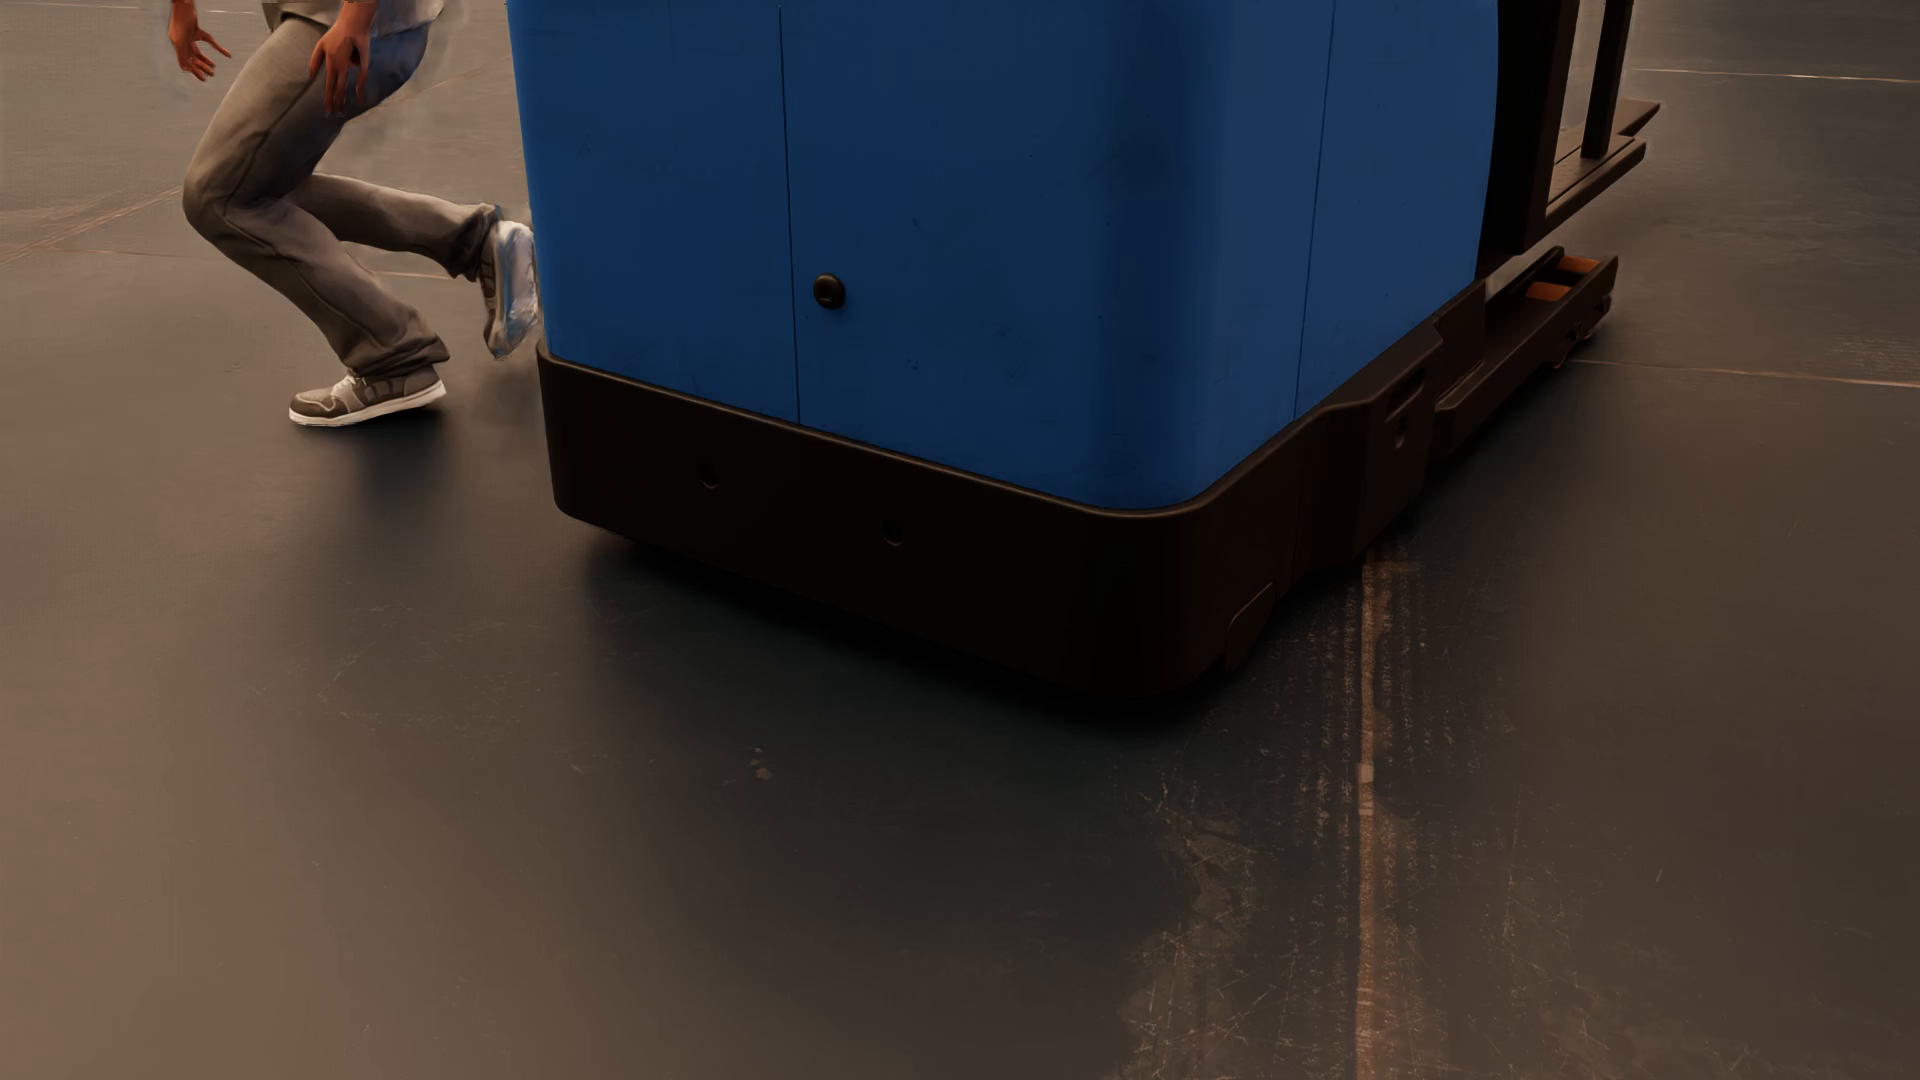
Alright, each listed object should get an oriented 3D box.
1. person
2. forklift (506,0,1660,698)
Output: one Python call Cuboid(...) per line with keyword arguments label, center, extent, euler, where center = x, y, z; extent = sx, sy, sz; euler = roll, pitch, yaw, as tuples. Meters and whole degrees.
Cuboid(label="person", center=(-1.022, -0.871, 2.716), extent=(0.583, 1.394, 0.692), euler=(-15, 30, -27))
Cuboid(label="forklift", center=(0.637, -1.735, 2.686), extent=(1.130, 2.935, 3.031), euler=(17, 31, 30))
